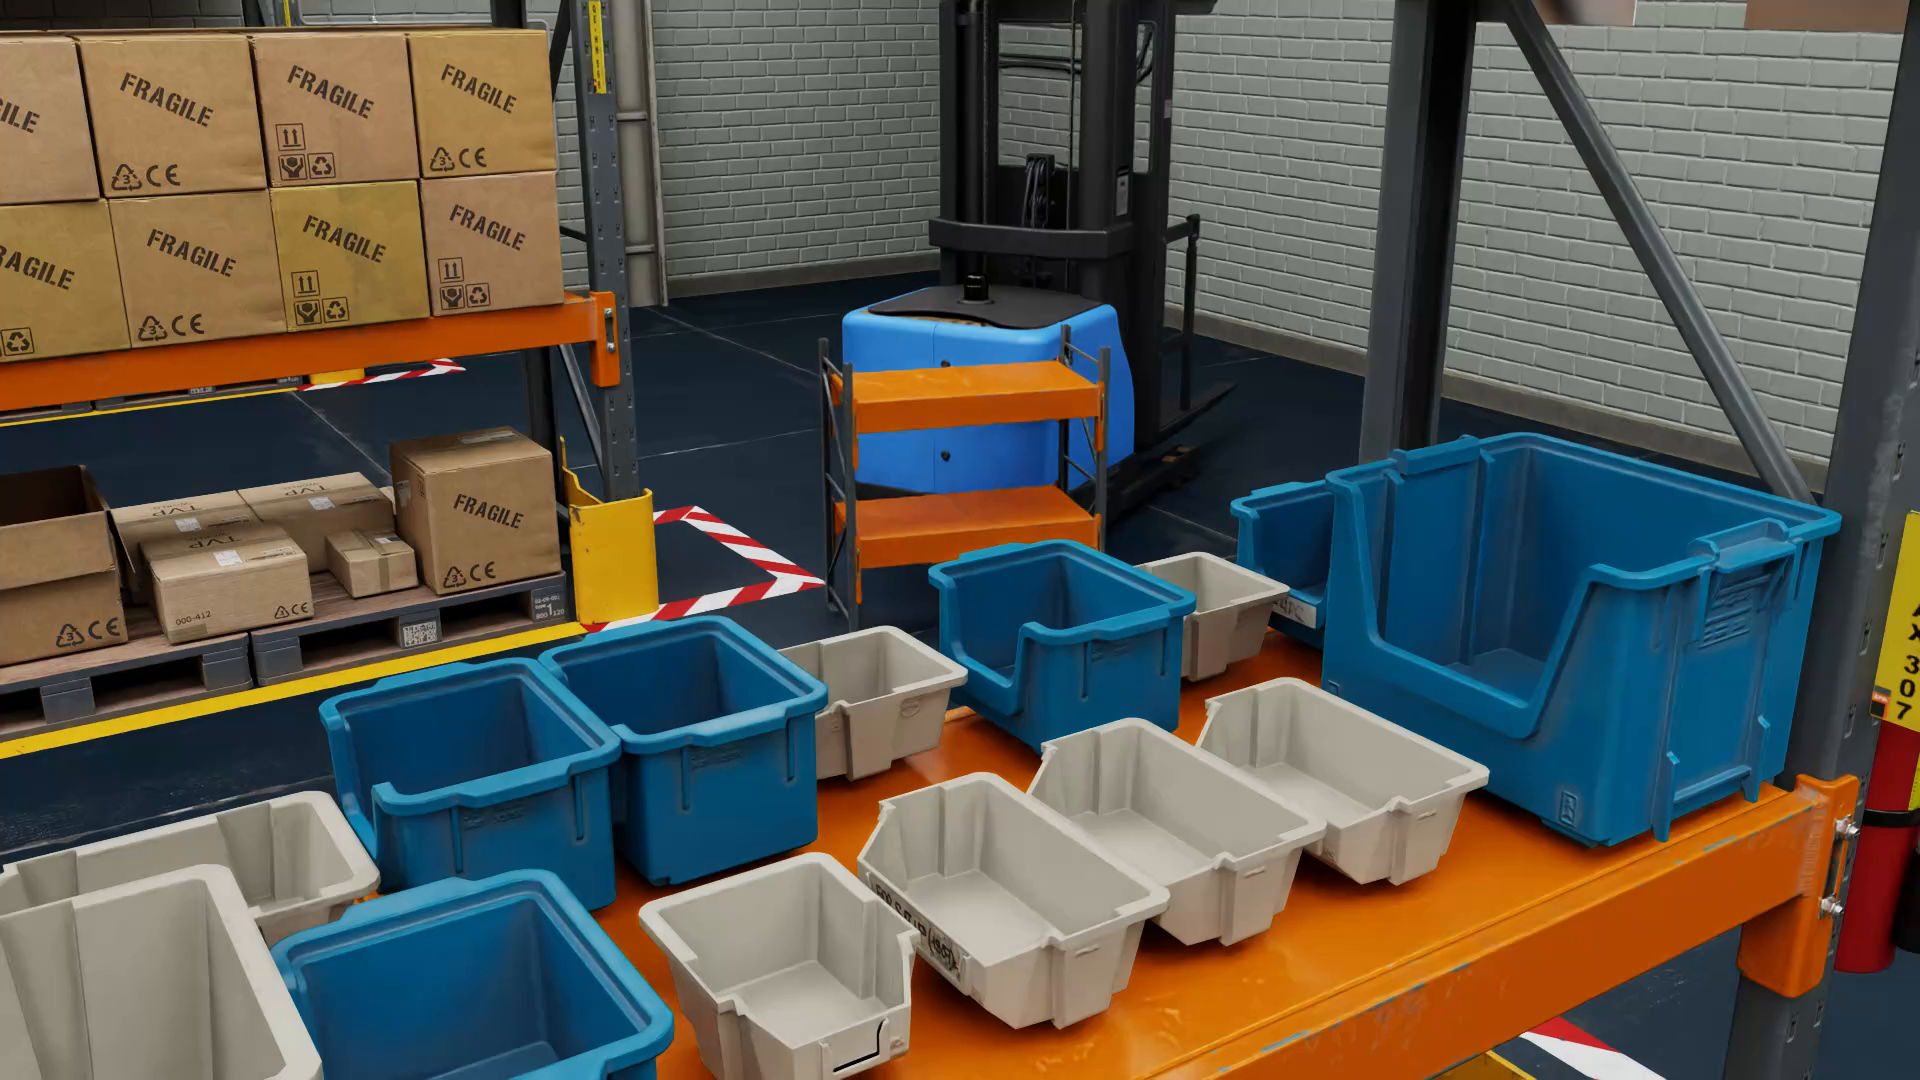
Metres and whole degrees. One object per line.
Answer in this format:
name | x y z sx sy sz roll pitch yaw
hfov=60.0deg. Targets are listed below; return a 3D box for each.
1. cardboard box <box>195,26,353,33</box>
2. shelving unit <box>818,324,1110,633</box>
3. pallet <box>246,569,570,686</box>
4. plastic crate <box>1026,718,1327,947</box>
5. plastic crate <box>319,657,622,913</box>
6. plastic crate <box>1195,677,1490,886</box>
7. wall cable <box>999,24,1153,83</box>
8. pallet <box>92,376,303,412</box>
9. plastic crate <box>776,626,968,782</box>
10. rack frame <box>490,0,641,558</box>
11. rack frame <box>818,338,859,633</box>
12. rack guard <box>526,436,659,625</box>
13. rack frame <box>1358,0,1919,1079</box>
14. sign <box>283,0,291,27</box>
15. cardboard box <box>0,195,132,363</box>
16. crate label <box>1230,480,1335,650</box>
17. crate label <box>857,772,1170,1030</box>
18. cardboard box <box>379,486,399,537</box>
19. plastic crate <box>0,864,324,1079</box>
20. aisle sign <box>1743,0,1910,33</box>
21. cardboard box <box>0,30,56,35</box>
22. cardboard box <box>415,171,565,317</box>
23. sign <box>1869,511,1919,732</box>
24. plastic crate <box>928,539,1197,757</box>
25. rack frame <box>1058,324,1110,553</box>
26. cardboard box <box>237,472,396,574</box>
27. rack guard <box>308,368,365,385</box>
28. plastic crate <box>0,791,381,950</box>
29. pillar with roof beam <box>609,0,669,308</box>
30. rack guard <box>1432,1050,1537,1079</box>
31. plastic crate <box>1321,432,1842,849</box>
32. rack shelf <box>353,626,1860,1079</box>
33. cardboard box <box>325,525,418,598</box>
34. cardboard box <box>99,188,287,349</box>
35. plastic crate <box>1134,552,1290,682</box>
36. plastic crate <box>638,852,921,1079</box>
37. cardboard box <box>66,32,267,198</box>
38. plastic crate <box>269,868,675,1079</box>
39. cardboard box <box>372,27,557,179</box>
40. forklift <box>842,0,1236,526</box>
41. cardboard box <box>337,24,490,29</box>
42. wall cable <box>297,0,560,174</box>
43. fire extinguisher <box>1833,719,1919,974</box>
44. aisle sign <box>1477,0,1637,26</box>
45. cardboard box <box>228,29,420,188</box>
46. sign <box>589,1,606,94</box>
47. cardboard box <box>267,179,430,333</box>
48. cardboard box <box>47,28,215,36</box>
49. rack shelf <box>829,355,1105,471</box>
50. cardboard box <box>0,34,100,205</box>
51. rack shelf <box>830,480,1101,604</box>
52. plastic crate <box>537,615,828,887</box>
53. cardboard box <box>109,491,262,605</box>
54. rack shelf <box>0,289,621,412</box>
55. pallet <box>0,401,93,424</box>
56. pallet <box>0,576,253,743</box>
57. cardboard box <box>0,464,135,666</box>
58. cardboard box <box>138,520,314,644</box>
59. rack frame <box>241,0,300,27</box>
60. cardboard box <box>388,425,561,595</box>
cardboard box | -2.573 -1.688 6.337 0.500 0.500 0.500 -12 22 -31
shelving unit | 0.010 -0.237 6.683 1.048 1.125 0.538 -5 19 -15
pallet | -2.354 0.207 6.805 1.213 0.211 1.003 -12 22 -31
plastic crate | 0.265 0.393 2.218 0.243 0.136 0.396 -12 22 -31
plastic crate | -0.641 0.348 2.199 0.300 0.233 0.416 -12 22 -31
plastic crate | 0.515 0.346 2.357 0.243 0.136 0.396 -12 22 -31
wall cable | 0.568 -4.865 12.932 0.112 2.526 3.097 -12 22 -31
pallet | -4.977 -1.110 10.699 1.213 0.211 1.003 -12 22 -31
plastic crate | -0.171 0.263 2.602 0.298 0.136 0.250 -12 22 -31
rack frame | -1.625 -1.269 6.814 0.127 3.000 1.000 -12 22 -31
rack frame | -0.479 -0.193 6.552 0.032 1.125 0.500 -5 19 -15
rack guard | -1.688 -0.071 7.174 0.348 0.500 1.175 -12 22 -31
rack frame | 1.098 0.058 2.890 0.053 2.616 0.949 -12 22 -31
sign | -4.066 -3.106 10.071 0.005 0.325 0.100 -12 22 -31
cardboard box | -3.121 -0.897 5.558 0.500 0.500 0.500 -12 22 -32
crate label | 0.709 0.063 3.042 0.303 0.233 0.416 -12 22 -31
crate label | 0.045 0.448 2.053 0.243 0.136 0.396 -12 22 -31
cardboard box | -2.373 -0.109 7.120 0.250 0.166 0.380 -12 22 -31
plastic crate | -0.868 0.570 1.468 0.530 0.282 0.437 -12 22 -31
aisle sign | 1.317 -1.109 2.282 0.004 0.787 0.394 -12 22 -31
cardboard box | -3.417 -1.511 5.814 0.500 0.500 0.500 -12 22 -32
cardboard box | -1.849 -1.164 6.349 0.500 0.500 0.500 -11 22 -30
sign | 1.412 0.124 2.440 0.005 0.325 0.100 -12 22 -31
plastic crate | 0.159 0.179 2.699 0.300 0.233 0.416 -12 22 -31
rack frame | 0.500 -0.281 6.815 0.032 1.125 0.500 -5 19 -15
cardboard box | -2.653 -0.066 6.864 0.500 0.250 0.500 -12 22 -31
rack guard | -4.332 -1.413 11.144 0.348 0.500 1.175 -12 22 -31
plastic crate | -0.956 0.471 1.986 0.466 0.136 0.293 -12 22 -31
pillar with roof beam | -0.206 -4.990 8.455 0.400 9.000 9.100 -12 22 -31
rack guard | 1.109 1.233 3.316 0.348 0.500 1.175 -12 22 -31
plastic crate | 0.919 0.121 2.555 0.499 0.435 0.616 -12 22 -31
rack shelf | -0.574 0.750 1.966 4.000 0.370 1.077 -12 22 -31
cardboard box | -2.331 0.074 6.579 0.250 0.166 0.380 -12 22 -31
cardboard box | -2.700 -0.986 5.820 0.500 0.500 0.500 -12 22 -31
plastic crate | 0.395 0.143 2.955 0.298 0.136 0.250 -12 22 -31
plastic crate | -0.192 0.505 1.884 0.250 0.136 0.298 -12 22 -31
cardboard box | -2.697 -1.456 5.650 0.500 0.500 0.500 -11 22 -30
plastic crate | -0.478 0.538 1.637 0.300 0.233 0.416 -12 22 -31
cardboard box | -1.845 -1.638 6.188 0.500 0.500 0.500 -12 22 -32
forklift | 0.604 -1.719 8.254 1.130 2.935 3.031 10 21 27
cardboard box | -2.141 -1.782 6.615 0.500 0.500 0.500 -11 22 -30
wall cable | -3.803 -3.553 11.984 1.851 1.984 0.084 -12 22 -31
fire extinguisher | 1.472 0.365 2.684 0.183 0.674 0.296 -12 22 -31
aisle sign | 0.993 -1.267 2.749 0.004 0.787 0.394 -12 22 -31
cardboard box | -2.267 -1.548 5.924 0.500 0.500 0.500 -11 22 -30
sign | -1.337 -1.815 6.128 0.005 0.325 0.100 -12 22 -31
cardboard box | -2.281 -1.072 6.076 0.500 0.500 0.500 -12 22 -31
cardboard box | -2.994 -1.601 6.080 0.500 0.500 0.500 -12 22 -31
rack shelf | 0.010 -0.515 6.591 1.000 0.278 0.538 -5 19 -15
cardboard box | -3.126 -1.365 5.383 0.500 0.500 0.500 -11 22 -30
rack shelf | 0.011 -0.005 6.760 1.000 0.278 0.538 -5 19 -15
plastic crate | -0.391 0.295 2.356 0.300 0.233 0.416 -12 22 -31
cardboard box | -3.070 0.022 6.604 0.500 0.250 0.500 -12 22 -31
rack shelf | -3.295 -0.576 5.887 4.000 0.370 1.077 -12 22 -31
pallet | -5.995 -0.897 10.067 1.213 0.211 1.003 -12 22 -31
pallet | -3.372 0.420 6.173 1.213 0.211 1.003 -12 22 -31
cardboard box | -3.399 0.078 6.042 0.637 0.503 0.797 -12 22 -31
cardboard box | -2.754 0.147 6.234 0.500 0.250 0.500 -12 22 -31
rack frame | -4.353 -2.593 10.731 0.127 3.000 1.000 -12 22 -31
cardboard box | -1.944 -0.131 6.665 0.500 0.500 0.500 -12 22 -31
